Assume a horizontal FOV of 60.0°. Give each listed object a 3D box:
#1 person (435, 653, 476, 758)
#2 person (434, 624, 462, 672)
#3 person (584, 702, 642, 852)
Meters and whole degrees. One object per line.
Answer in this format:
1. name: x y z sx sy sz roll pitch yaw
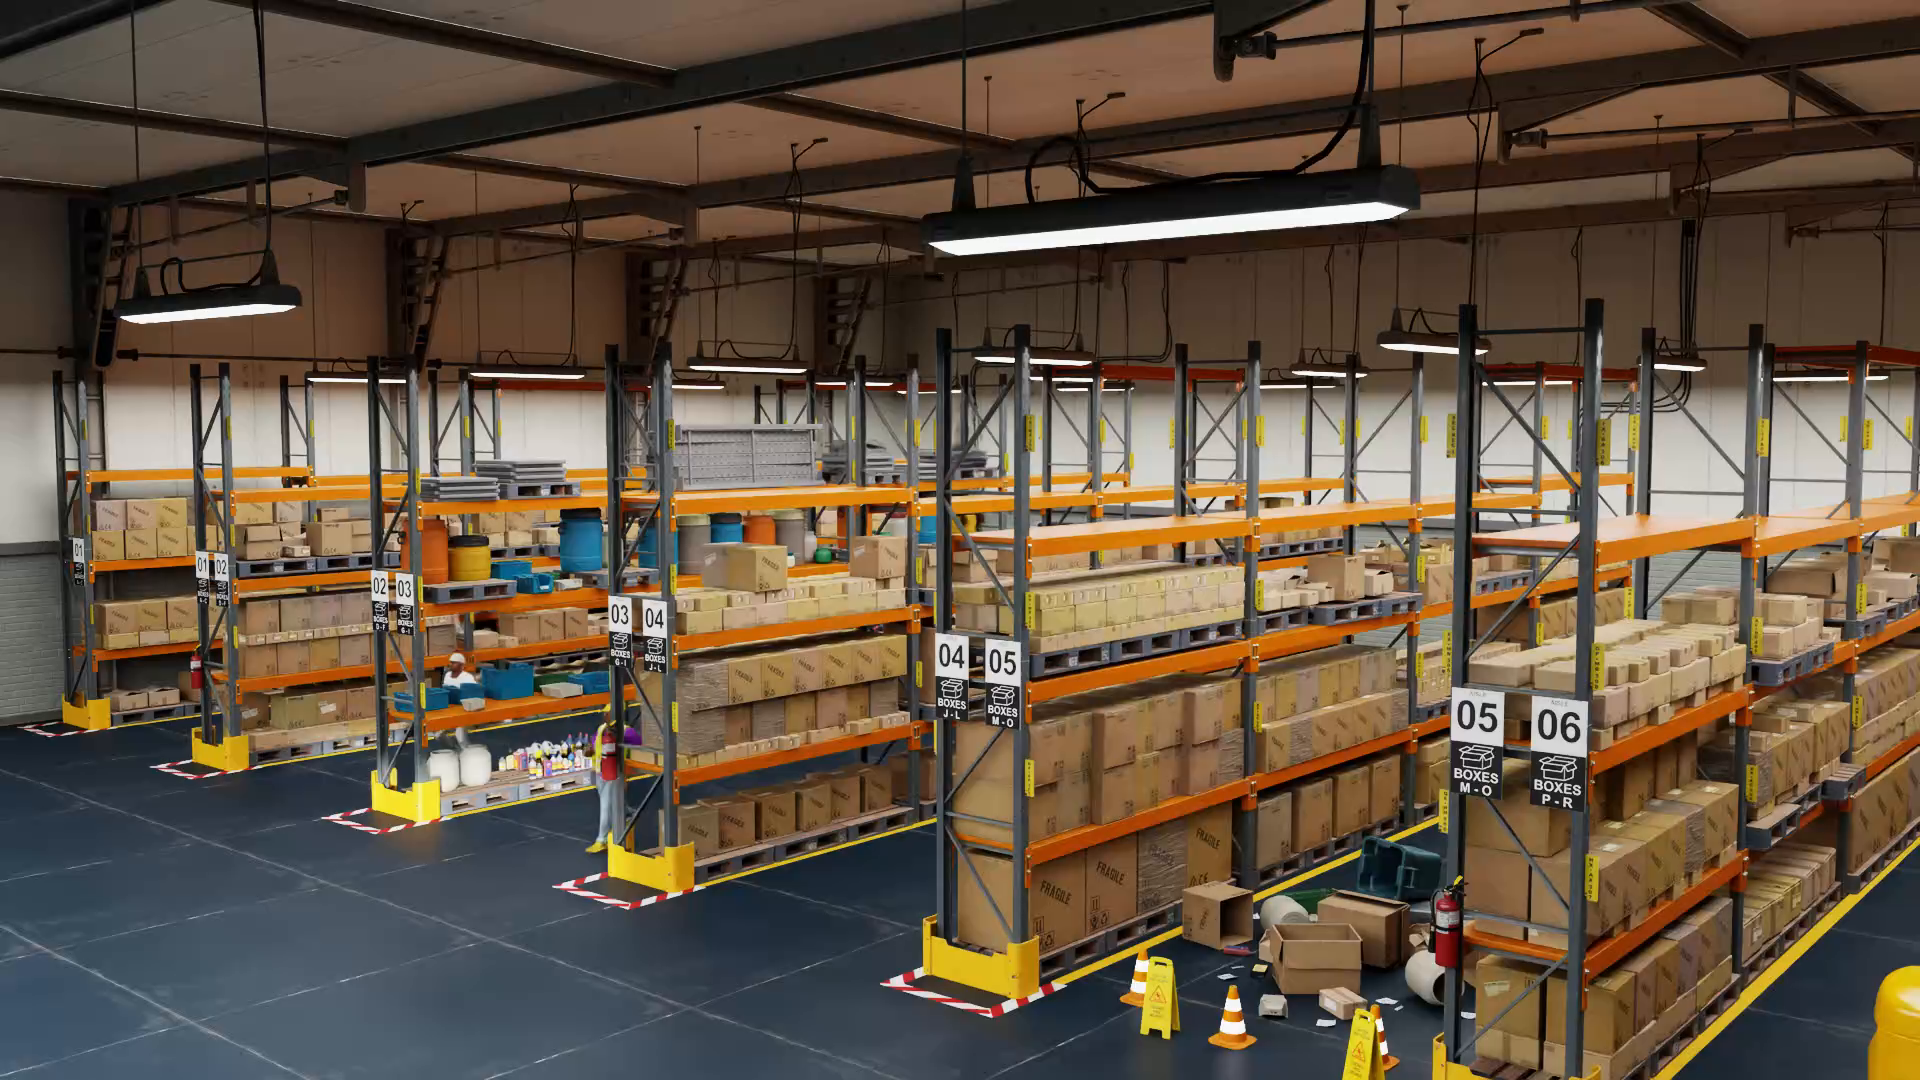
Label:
1. person: -7.397 2.480 24.322 0.676 1.656 0.683 2 4 21
2. person: -9.211 2.080 29.934 0.662 1.773 1.002 2 5 31
3. person: -4.200 2.820 20.089 0.712 1.744 0.961 3 5 35
